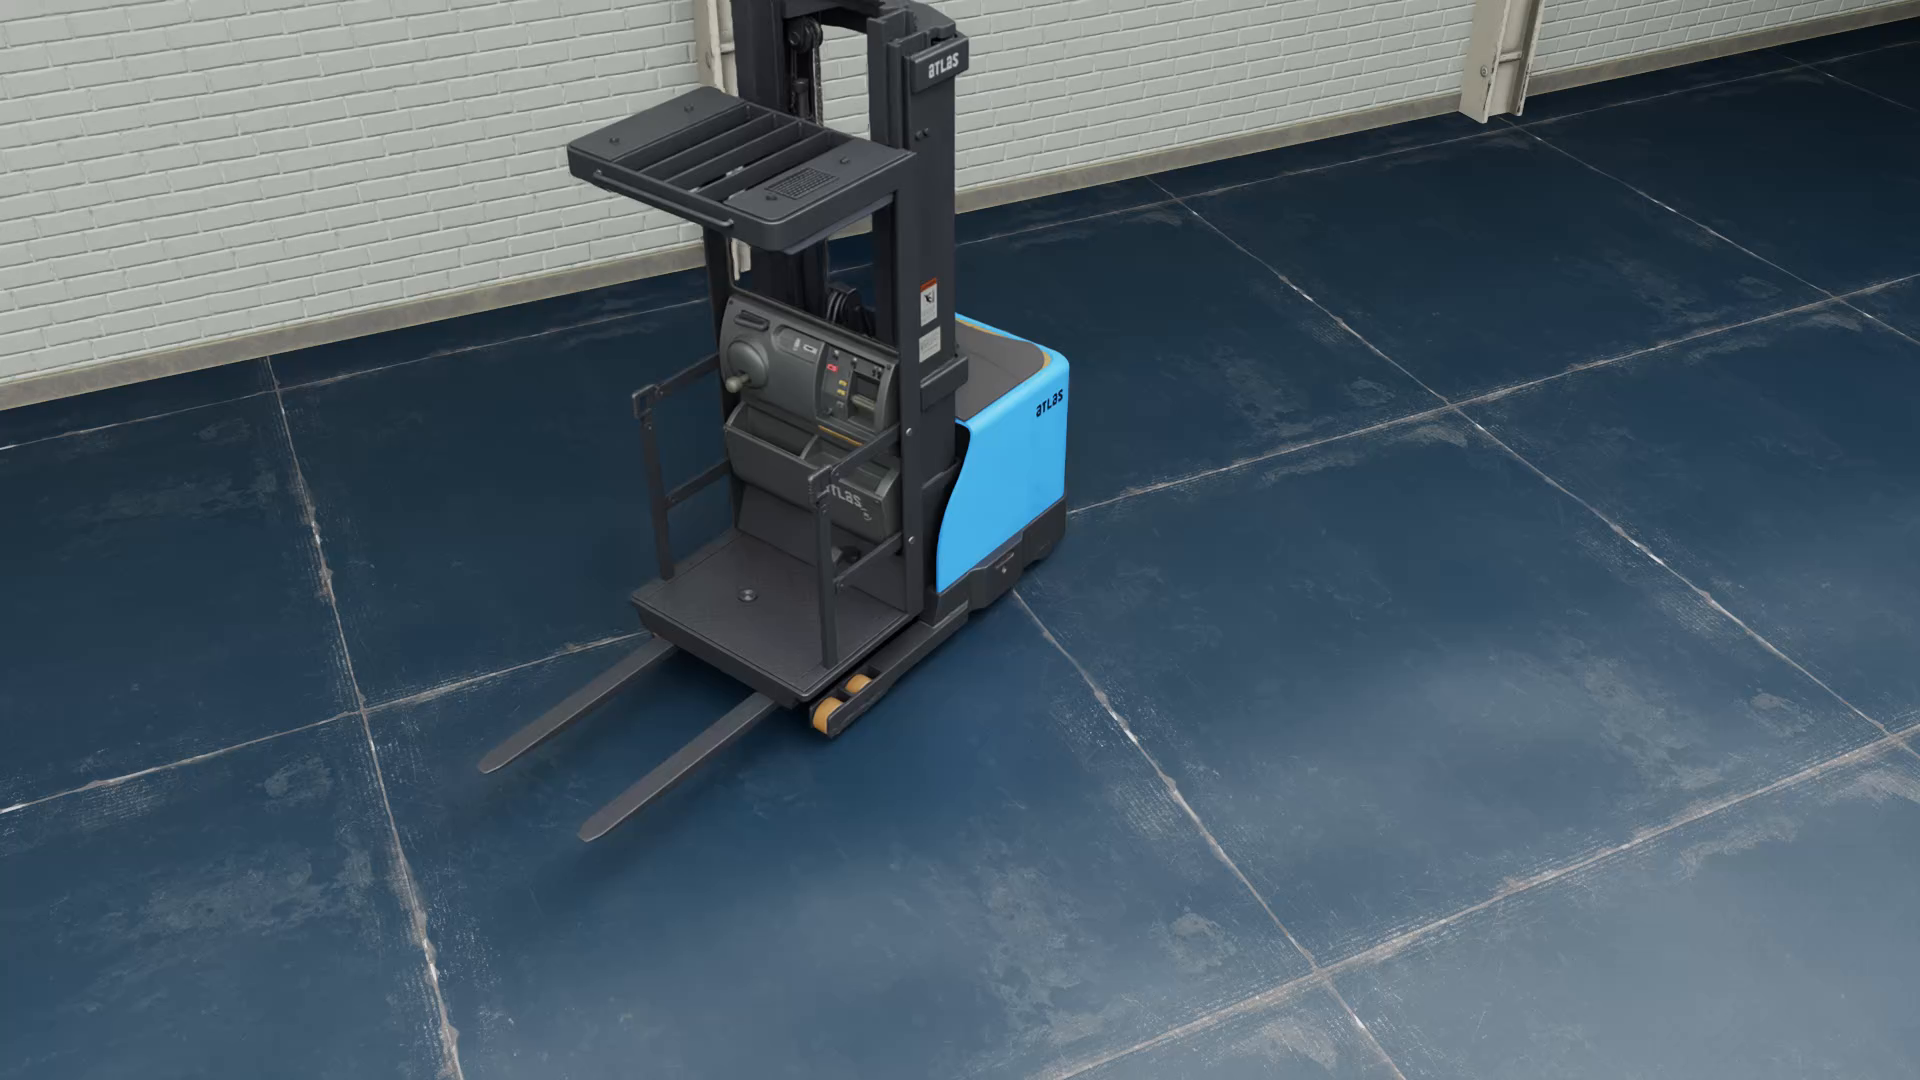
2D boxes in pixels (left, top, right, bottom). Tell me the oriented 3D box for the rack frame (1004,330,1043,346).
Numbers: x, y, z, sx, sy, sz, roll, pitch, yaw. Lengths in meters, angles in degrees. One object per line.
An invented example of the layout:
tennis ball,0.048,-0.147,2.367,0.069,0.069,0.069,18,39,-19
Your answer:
rack frame,0.314,-0.642,8.503,0.240,0.900,0.006,25,43,30

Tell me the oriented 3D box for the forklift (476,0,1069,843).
forklift,-0.777,-0.660,6.822,1.130,2.935,3.031,25,43,30

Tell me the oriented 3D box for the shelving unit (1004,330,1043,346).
shelving unit,0.252,-0.594,8.439,0.258,0.900,0.210,25,43,30

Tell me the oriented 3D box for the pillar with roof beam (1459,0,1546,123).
pillar with roof beam,5.919,-4.601,7.043,0.400,9.000,9.100,-16,39,-20

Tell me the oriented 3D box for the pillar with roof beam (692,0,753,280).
pillar with roof beam,0.488,-3.083,4.995,0.400,9.000,9.100,-16,39,-20
